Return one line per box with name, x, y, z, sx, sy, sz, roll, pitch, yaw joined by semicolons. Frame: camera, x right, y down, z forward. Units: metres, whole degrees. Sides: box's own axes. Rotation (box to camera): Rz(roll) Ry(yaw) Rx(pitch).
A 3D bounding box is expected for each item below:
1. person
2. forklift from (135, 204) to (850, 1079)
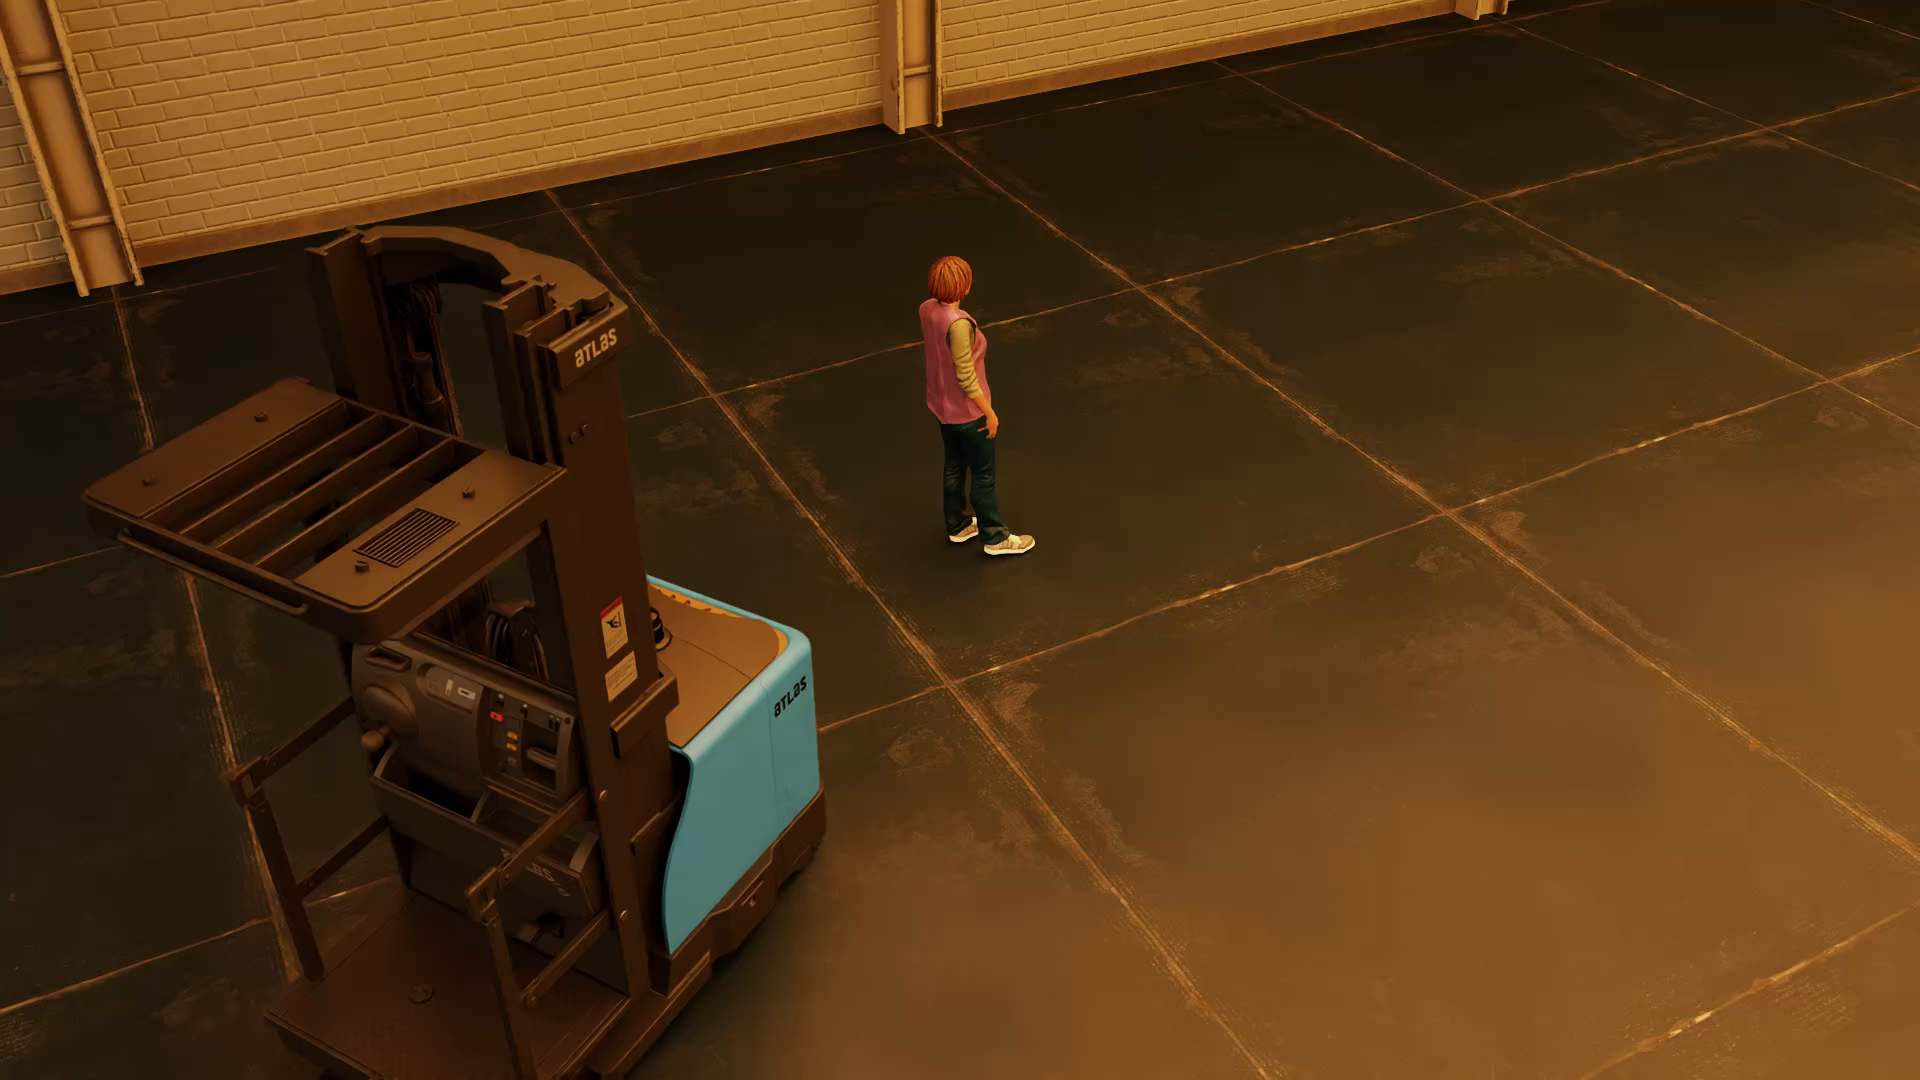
person;0.073;-0.672;8.216;0.472;1.600;0.520;-17;39;-23
forklift;-1.627;0.552;5.343;1.130;2.935;3.031;18;39;24
